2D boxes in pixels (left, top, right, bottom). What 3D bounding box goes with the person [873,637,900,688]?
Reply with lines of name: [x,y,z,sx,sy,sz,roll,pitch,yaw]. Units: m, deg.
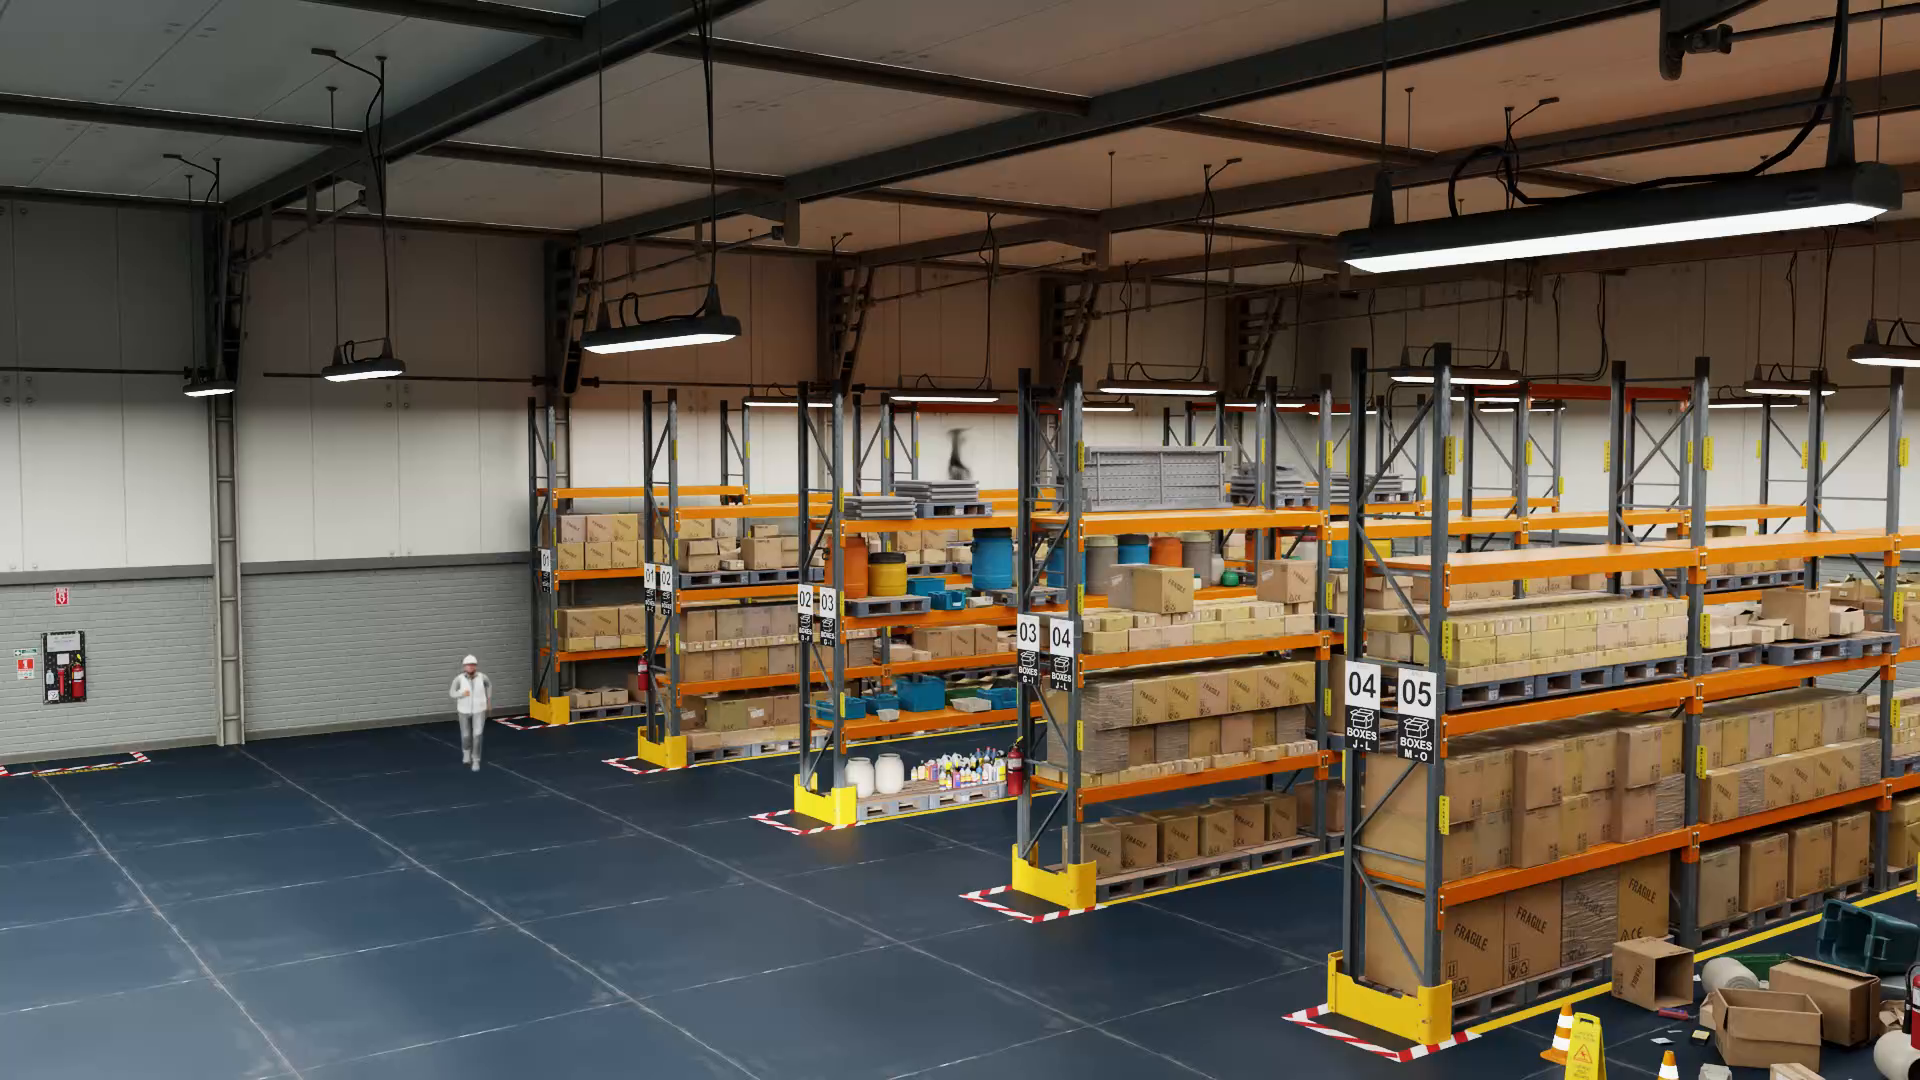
person: [-1.461,2.561,31.613,0.634,1.491,0.808,2,4,34]

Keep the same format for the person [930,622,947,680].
person: [-0.364,2.369,32.410,0.713,1.776,0.954,3,4,39]

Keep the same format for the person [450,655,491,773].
person: [-7.712,2.701,26.225,0.644,1.783,0.947,-1,4,-18]

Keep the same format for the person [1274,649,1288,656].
person: [5.870,2.498,30.545,0.791,1.731,0.714,-3,4,-40]
